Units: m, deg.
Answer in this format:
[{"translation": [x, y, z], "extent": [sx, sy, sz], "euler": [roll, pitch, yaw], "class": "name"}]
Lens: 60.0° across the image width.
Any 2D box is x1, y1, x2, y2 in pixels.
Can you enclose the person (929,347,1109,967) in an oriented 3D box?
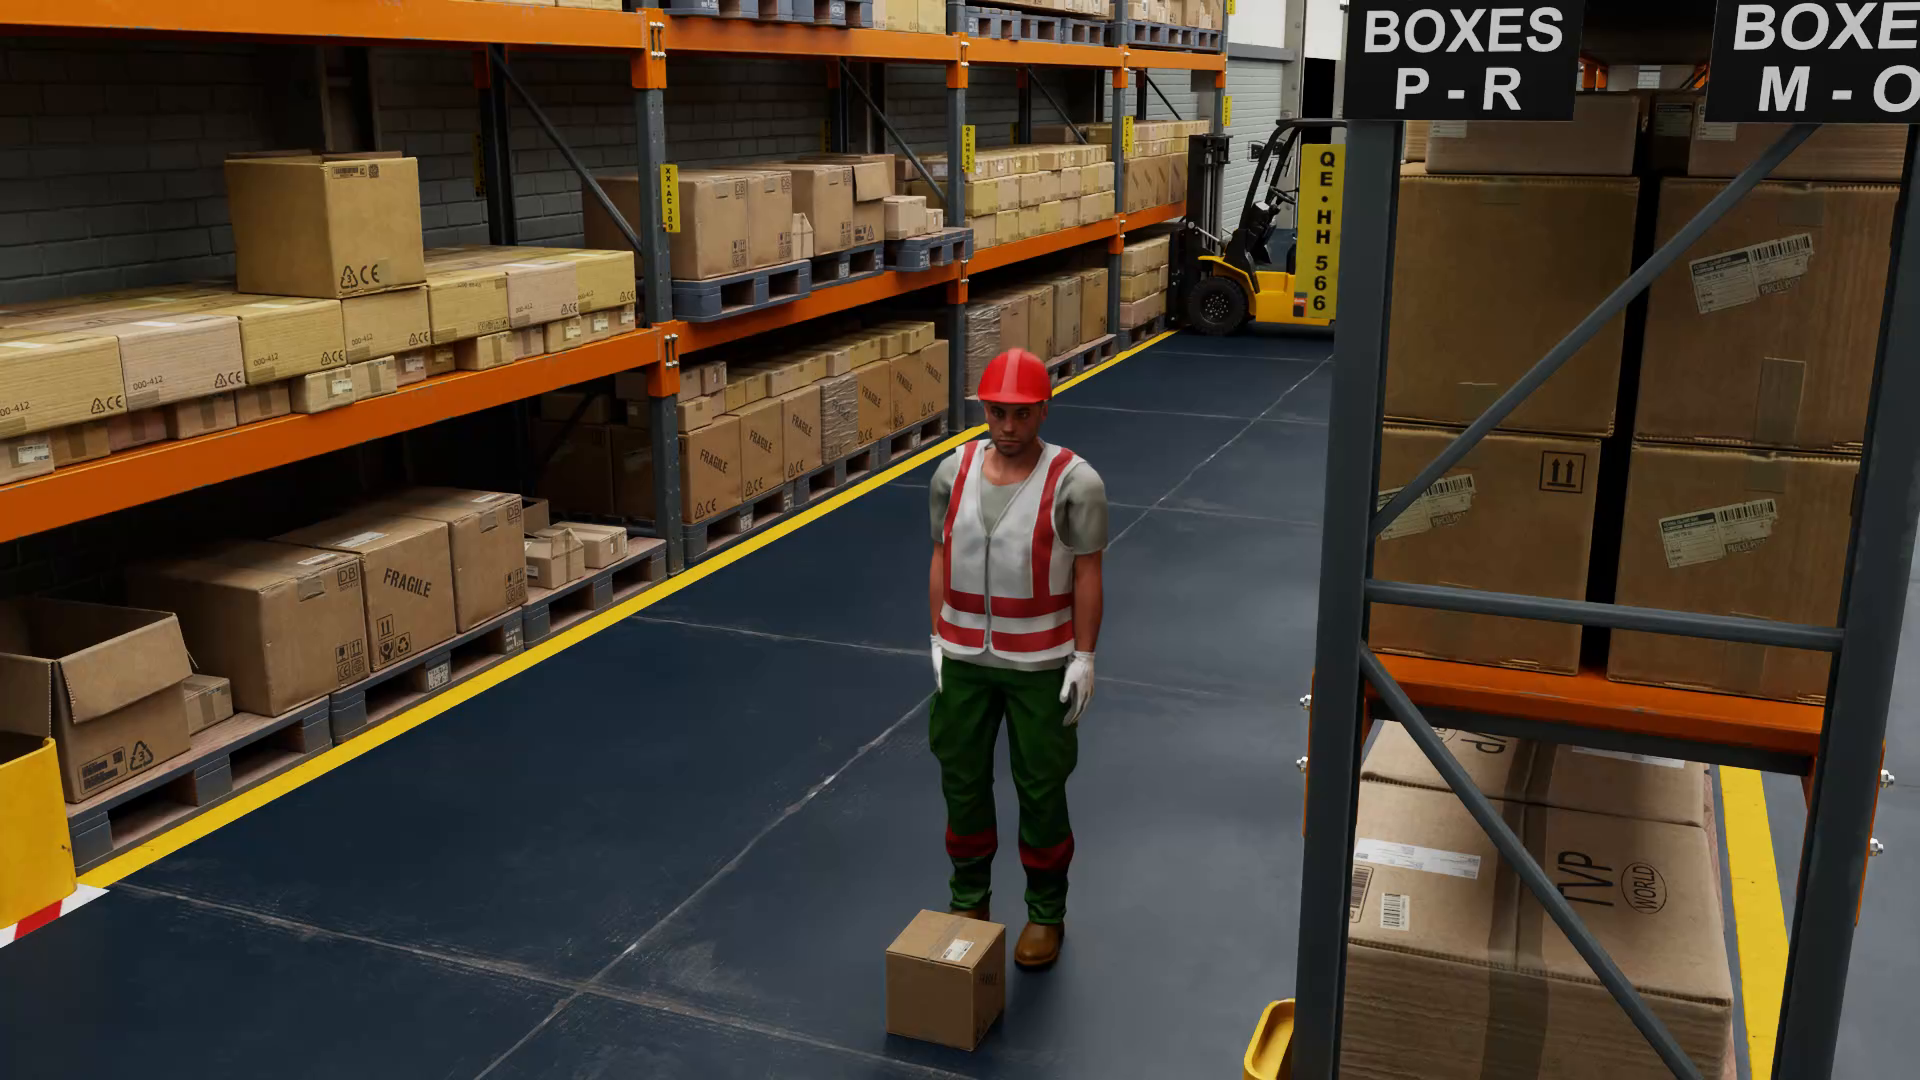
[{"translation": [0.145, 0.338, 4.745], "extent": [0.526, 1.781, 0.346], "euler": [6, 16, 20], "class": "person"}]
